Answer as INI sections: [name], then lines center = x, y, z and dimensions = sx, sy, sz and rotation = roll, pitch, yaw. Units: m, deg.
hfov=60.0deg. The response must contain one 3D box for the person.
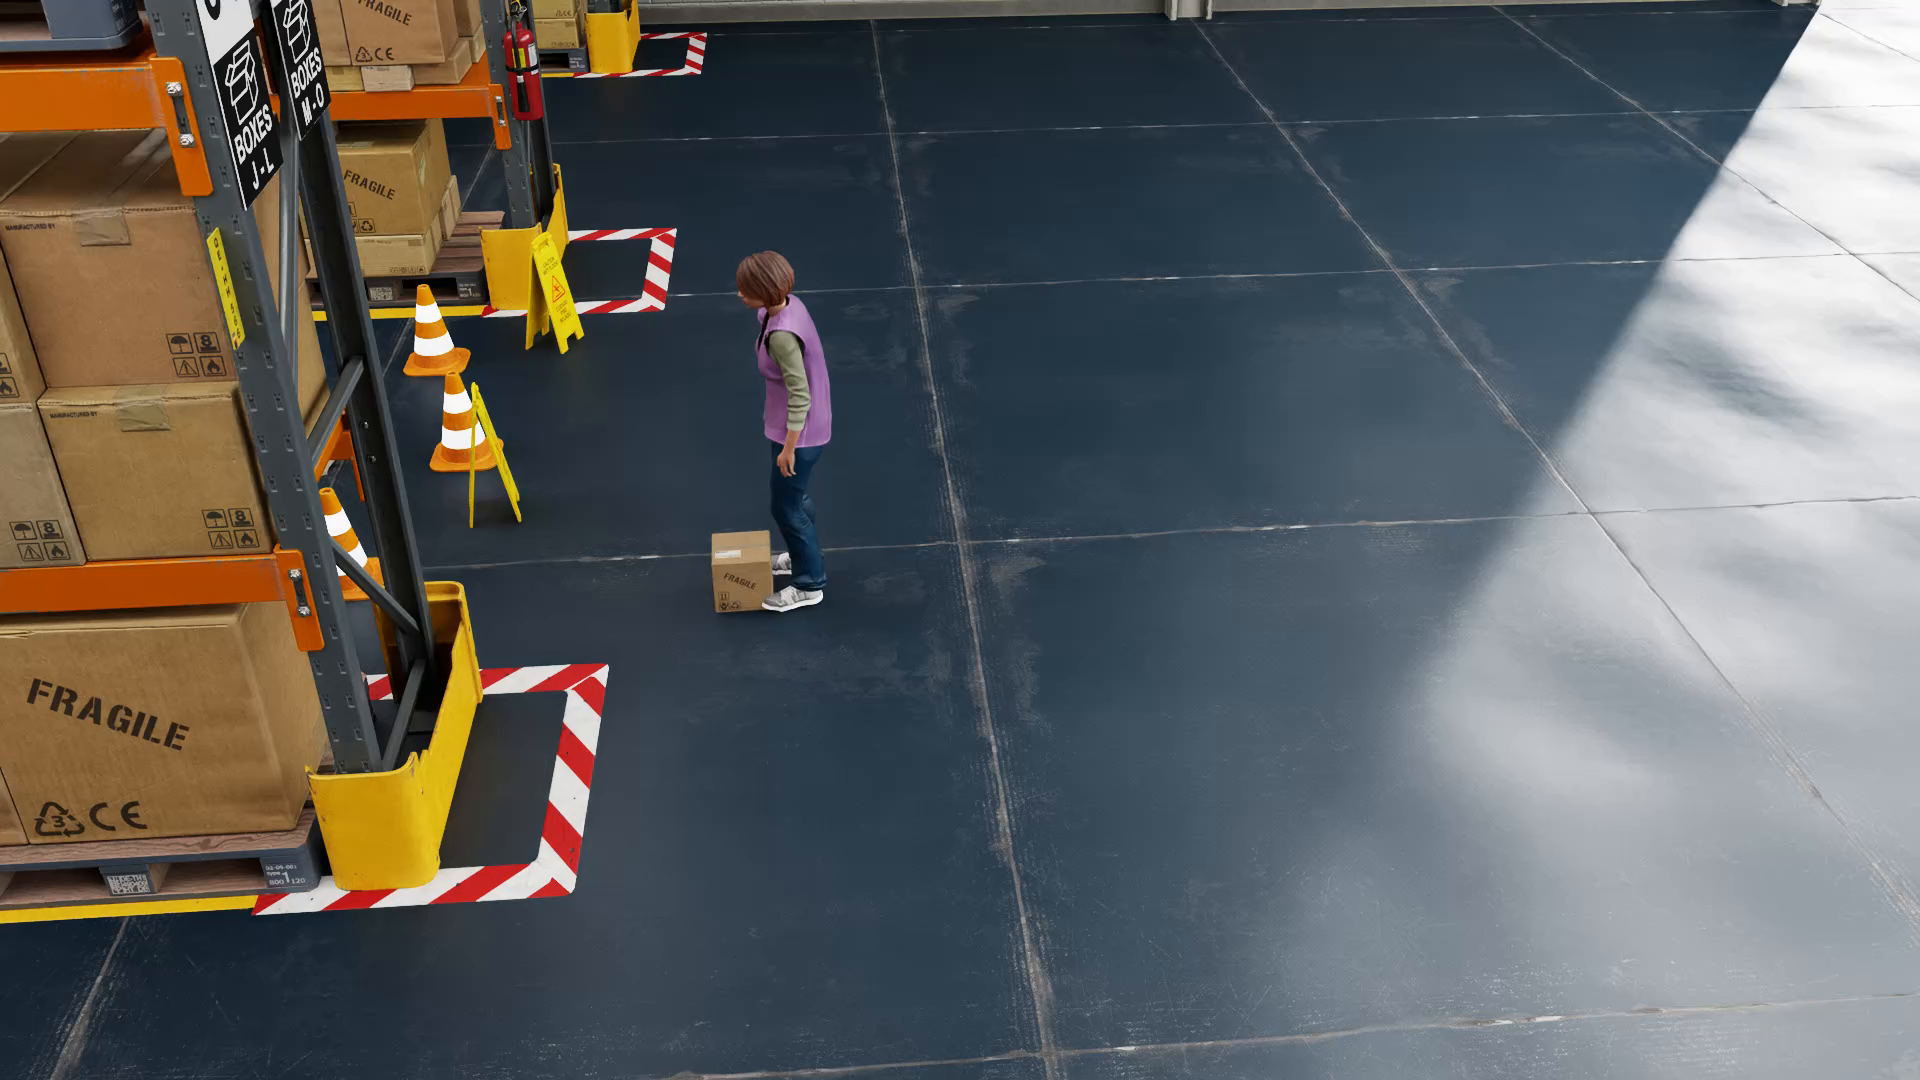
[person]
center = -0.706, -0.447, 6.885
dimensions = 0.345, 1.580, 0.478
rotation = -5, 32, -7
